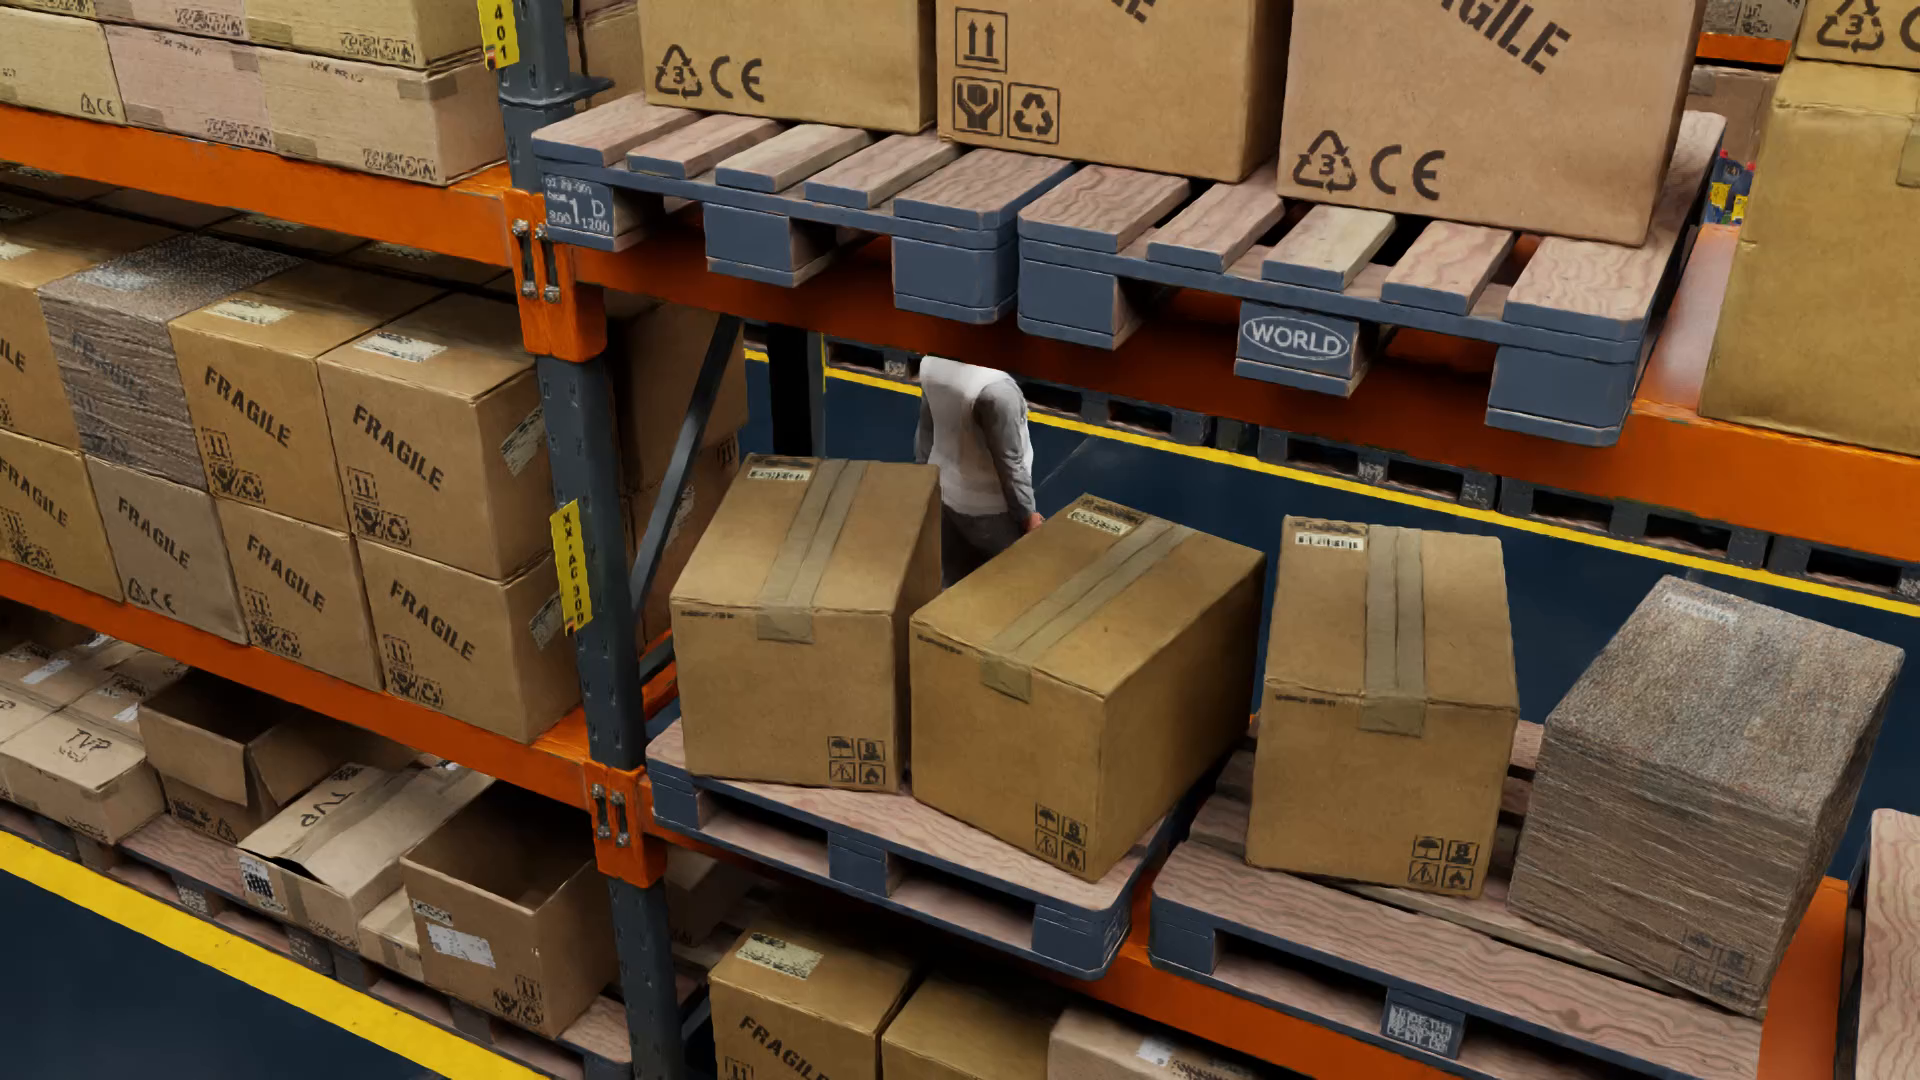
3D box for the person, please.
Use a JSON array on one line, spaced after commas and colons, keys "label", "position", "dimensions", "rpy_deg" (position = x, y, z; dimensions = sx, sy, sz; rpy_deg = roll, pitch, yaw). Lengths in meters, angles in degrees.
[{"label": "person", "position": [0.058, -0.073, 6.370], "dimensions": [0.436, 1.480, 0.516], "rpy_deg": [-18, 34, -28]}]
